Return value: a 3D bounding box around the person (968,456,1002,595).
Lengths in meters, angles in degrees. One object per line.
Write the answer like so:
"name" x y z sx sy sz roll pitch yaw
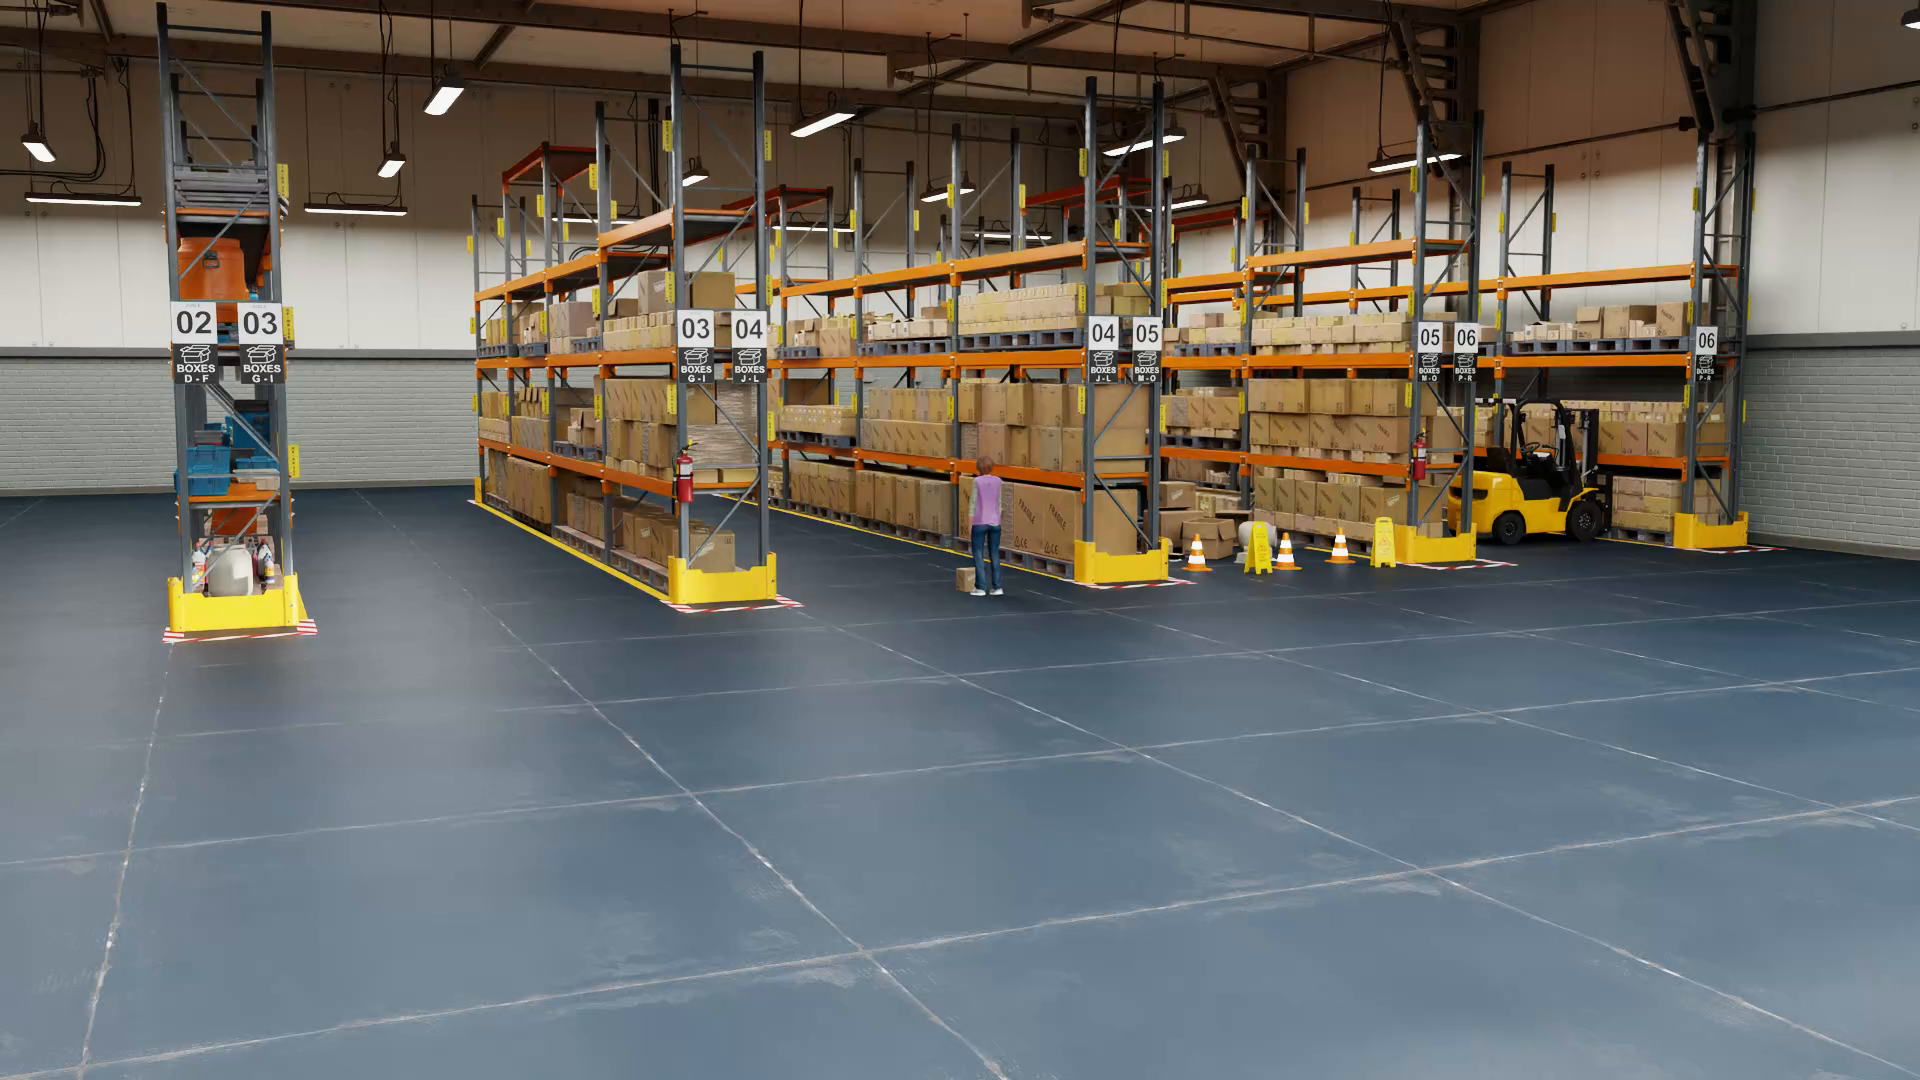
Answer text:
"person" 0.280 -0.153 18.880 0.407 1.592 0.299 -2 6 -23
